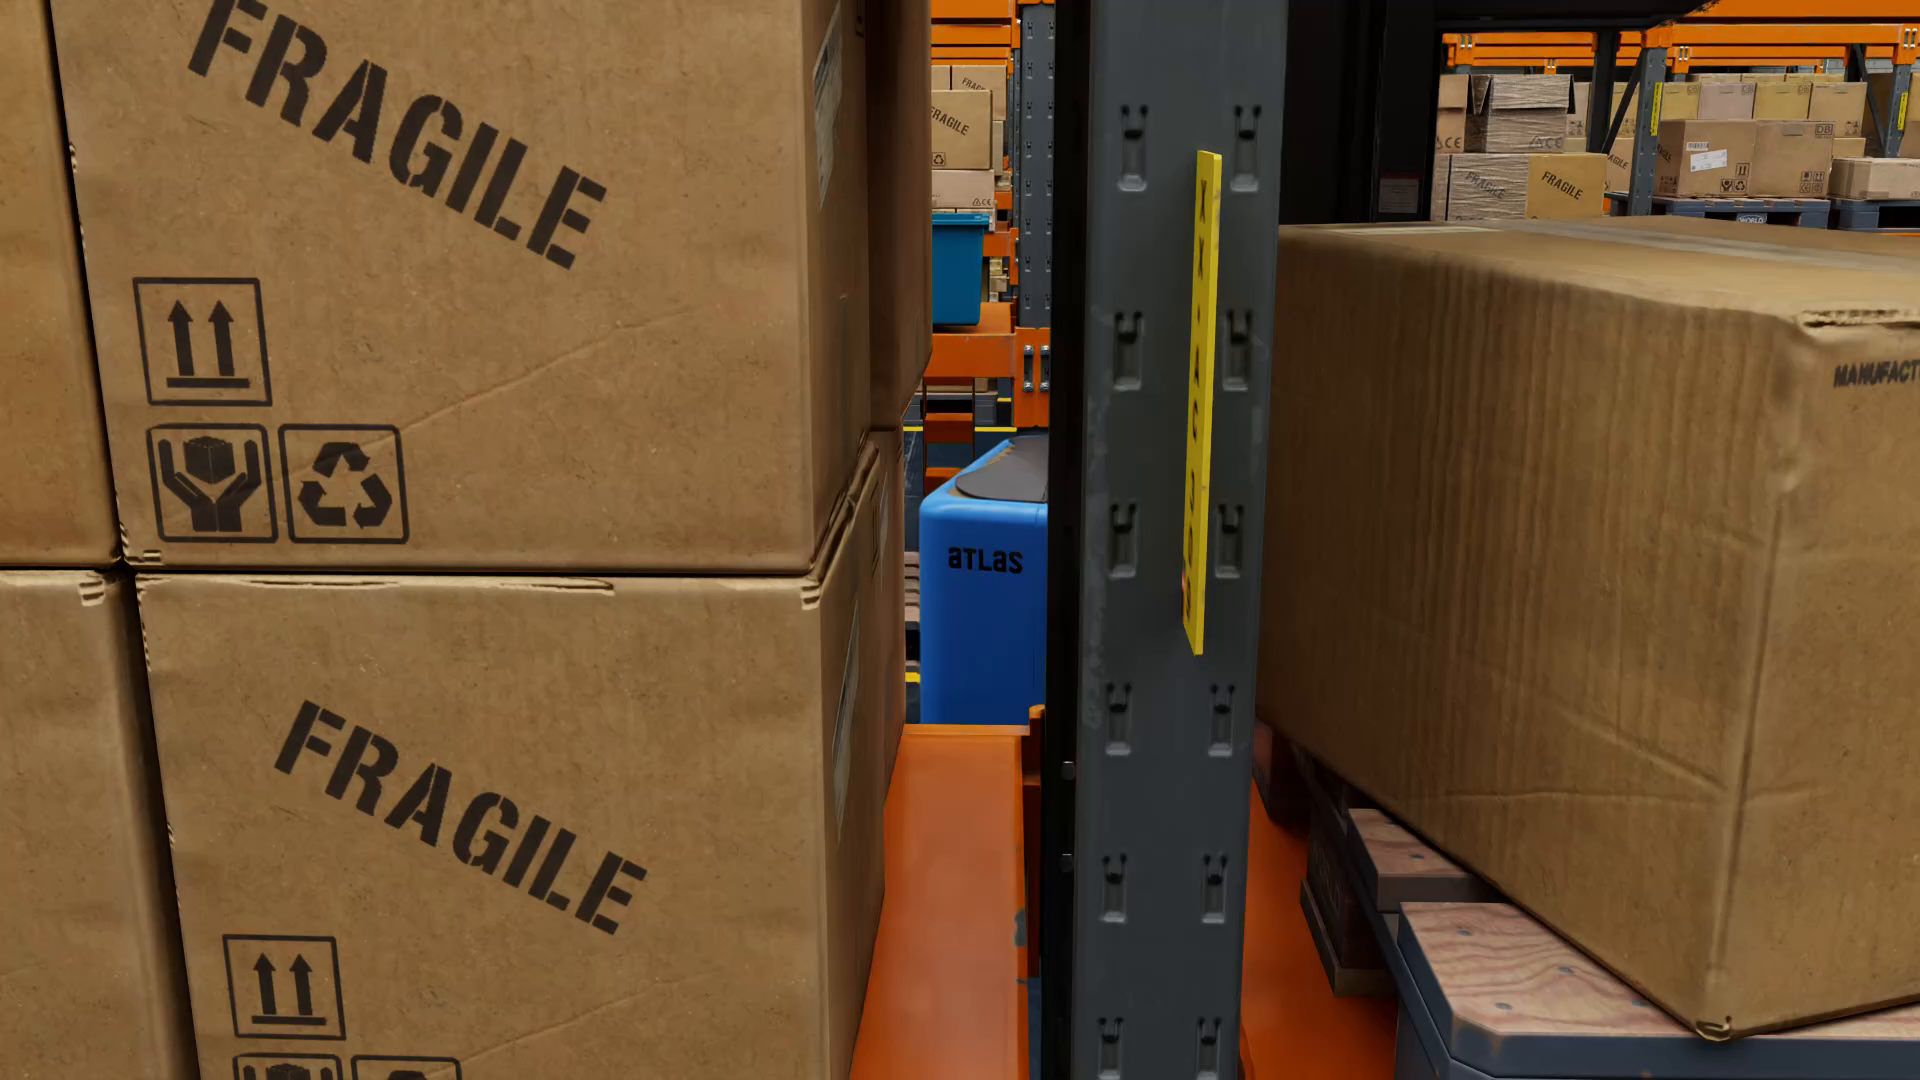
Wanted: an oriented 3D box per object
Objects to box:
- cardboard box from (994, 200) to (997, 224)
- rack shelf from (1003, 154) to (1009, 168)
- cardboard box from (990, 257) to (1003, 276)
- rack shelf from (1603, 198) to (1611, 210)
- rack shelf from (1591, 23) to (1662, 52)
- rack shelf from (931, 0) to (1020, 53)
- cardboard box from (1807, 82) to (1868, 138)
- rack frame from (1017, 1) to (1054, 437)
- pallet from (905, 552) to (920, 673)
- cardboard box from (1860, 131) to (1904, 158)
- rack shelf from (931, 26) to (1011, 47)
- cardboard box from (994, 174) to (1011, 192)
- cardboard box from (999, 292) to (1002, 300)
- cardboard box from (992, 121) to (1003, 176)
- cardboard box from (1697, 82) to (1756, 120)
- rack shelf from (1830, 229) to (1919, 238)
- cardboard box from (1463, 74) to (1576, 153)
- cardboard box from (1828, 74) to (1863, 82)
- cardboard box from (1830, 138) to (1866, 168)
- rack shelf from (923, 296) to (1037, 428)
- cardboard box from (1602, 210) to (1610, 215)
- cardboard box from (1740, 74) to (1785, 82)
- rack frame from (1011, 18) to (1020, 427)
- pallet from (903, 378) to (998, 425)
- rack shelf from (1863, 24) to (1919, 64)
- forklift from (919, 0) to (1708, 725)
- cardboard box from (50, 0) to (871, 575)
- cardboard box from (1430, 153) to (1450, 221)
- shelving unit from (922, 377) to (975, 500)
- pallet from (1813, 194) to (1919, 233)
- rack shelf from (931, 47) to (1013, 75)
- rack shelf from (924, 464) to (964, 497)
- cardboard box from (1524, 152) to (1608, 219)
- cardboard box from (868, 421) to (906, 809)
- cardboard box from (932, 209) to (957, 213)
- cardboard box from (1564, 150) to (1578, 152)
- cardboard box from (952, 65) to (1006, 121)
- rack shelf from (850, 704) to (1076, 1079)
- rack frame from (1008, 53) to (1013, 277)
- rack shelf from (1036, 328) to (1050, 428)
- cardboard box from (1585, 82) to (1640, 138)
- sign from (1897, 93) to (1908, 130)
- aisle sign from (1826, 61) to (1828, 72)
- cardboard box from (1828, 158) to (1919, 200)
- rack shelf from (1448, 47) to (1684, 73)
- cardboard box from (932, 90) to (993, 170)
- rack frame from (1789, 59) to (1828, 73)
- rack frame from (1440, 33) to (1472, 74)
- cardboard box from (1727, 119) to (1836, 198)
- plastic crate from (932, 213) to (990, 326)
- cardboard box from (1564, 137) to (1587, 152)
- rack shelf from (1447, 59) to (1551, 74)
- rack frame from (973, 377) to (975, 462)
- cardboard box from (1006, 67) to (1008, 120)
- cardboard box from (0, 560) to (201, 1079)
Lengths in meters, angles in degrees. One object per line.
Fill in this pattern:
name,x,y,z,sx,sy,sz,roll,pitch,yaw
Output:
cardboard box,0.135,-2.303,11.681,0.250,0.149,0.380,0,15,2
rack shelf,-1.201,-5.796,25.838,4.000,0.370,1.077,0,15,1
cardboard box,0.288,-2.650,16.103,0.250,0.149,0.380,1,15,3
rack shelf,6.648,-3.215,16.056,4.000,0.370,1.077,0,15,1
rack shelf,2.422,-3.427,10.980,4.000,0.370,1.077,0,15,1
rack shelf,-1.577,-3.453,11.079,4.000,0.370,1.077,0,15,1
cardboard box,8.151,-4.083,15.781,0.500,0.500,0.700,0,15,0
rack frame,0.296,-1.074,6.533,0.127,3.000,1.000,0,15,1
pallet,-0.440,0.279,6.869,1.213,0.211,1.003,0,15,1
cardboard box,9.017,-3.623,15.898,0.550,0.550,0.875,0,15,1
rack shelf,-1.349,-4.717,15.870,4.000,0.370,1.077,0,15,1
cardboard box,0.359,-3.423,15.925,0.250,0.149,0.380,0,15,1
cardboard box,0.295,-2.511,16.742,0.250,0.149,0.380,0,15,-1
cardboard box,0.160,-3.725,15.800,0.500,0.500,0.500,0,15,2
cardboard box,7.132,-4.089,15.804,0.500,0.500,0.700,0,15,2
rack shelf,6.421,-1.951,11.264,4.000,0.370,1.077,0,15,1
cardboard box,3.691,-2.854,11.114,0.637,0.503,0.797,1,15,3
cardboard box,10.642,-5.431,20.306,0.500,0.500,0.700,0,15,1
cardboard box,8.119,-3.533,15.656,0.500,0.500,0.500,0,15,1
rack shelf,-1.703,-0.740,6.674,4.000,0.370,1.077,0,15,1
cardboard box,9.775,-5.109,25.412,0.500,0.250,0.500,0,15,1
cardboard box,9.617,-5.421,20.269,0.500,0.500,0.700,0,15,2
rack frame,0.423,-2.338,11.320,0.127,3.000,1.000,0,15,1
pallet,-0.336,-1.014,11.770,1.213,0.211,1.003,0,15,1
rack shelf,10.647,-4.639,15.574,4.000,0.370,1.077,0,15,1
forklift,1.446,-0.505,4.509,3.031,2.935,1.130,4,15,16
cardboard box,-0.346,-0.280,1.367,0.500,0.500,0.500,0,15,2
cardboard box,2.904,-2.307,11.009,0.500,0.500,0.500,0,15,0
shelving unit,-0.054,-0.508,8.207,0.252,1.050,0.215,0,15,1
pallet,6.401,-2.216,11.236,1.213,0.211,1.003,0,15,1
rack shelf,-1.324,-5.980,20.658,4.000,0.370,1.077,0,15,1
rack shelf,-0.054,-0.229,8.281,0.240,0.259,0.215,0,15,1
cardboard box,3.922,-2.300,10.981,0.500,0.500,0.500,1,15,3
cardboard box,-0.337,0.068,2.008,0.500,0.500,0.500,1,15,3
cardboard box,-0.148,-2.136,11.049,0.250,0.149,0.380,1,15,3
cardboard box,3.942,-2.432,11.484,0.500,0.500,0.500,1,15,3
cardboard box,0.173,-4.212,15.684,0.500,0.500,0.500,0,15,-1
rack shelf,-1.834,0.524,1.886,4.000,0.370,1.077,0,15,1
rack frame,0.676,-4.865,20.899,0.127,3.000,1.000,0,15,1
rack shelf,2.295,-0.714,6.575,4.000,0.370,1.077,0,15,1
cardboard box,6.116,-4.096,15.830,0.500,0.500,0.700,0,15,1
sign,8.644,-3.933,15.252,0.005,0.325,0.100,0,15,1
aisle sign,12.853,-7.234,24.784,0.004,0.787,0.394,0,15,1
cardboard box,6.091,-2.372,10.923,0.500,0.250,0.500,0,15,0
rack shelf,6.674,-5.928,20.460,4.000,0.370,1.077,0,15,1
cardboard box,-0.044,-2.706,10.959,0.500,0.500,0.500,1,15,3
rack frame,12.795,-6.053,25.401,0.127,3.000,1.000,0,15,1
rack frame,4.649,-3.576,16.013,0.127,3.000,1.000,0,15,1
cardboard box,5.523,-2.591,11.263,0.500,0.500,0.700,3,15,10
plastic crate,-0.179,-1.012,6.209,0.575,0.384,0.392,0,15,1
cardboard box,5.599,-3.550,15.719,0.500,0.500,0.500,0,15,1
rack shelf,6.797,-7.194,25.258,4.000,0.370,1.077,0,15,1
rack frame,0.068,-0.507,8.204,0.008,1.050,0.200,0,15,1
cardboard box,0.205,-4.343,16.180,0.500,0.500,0.500,1,15,3
cardboard box,-0.856,0.200,1.508,0.500,0.500,0.500,1,15,3
